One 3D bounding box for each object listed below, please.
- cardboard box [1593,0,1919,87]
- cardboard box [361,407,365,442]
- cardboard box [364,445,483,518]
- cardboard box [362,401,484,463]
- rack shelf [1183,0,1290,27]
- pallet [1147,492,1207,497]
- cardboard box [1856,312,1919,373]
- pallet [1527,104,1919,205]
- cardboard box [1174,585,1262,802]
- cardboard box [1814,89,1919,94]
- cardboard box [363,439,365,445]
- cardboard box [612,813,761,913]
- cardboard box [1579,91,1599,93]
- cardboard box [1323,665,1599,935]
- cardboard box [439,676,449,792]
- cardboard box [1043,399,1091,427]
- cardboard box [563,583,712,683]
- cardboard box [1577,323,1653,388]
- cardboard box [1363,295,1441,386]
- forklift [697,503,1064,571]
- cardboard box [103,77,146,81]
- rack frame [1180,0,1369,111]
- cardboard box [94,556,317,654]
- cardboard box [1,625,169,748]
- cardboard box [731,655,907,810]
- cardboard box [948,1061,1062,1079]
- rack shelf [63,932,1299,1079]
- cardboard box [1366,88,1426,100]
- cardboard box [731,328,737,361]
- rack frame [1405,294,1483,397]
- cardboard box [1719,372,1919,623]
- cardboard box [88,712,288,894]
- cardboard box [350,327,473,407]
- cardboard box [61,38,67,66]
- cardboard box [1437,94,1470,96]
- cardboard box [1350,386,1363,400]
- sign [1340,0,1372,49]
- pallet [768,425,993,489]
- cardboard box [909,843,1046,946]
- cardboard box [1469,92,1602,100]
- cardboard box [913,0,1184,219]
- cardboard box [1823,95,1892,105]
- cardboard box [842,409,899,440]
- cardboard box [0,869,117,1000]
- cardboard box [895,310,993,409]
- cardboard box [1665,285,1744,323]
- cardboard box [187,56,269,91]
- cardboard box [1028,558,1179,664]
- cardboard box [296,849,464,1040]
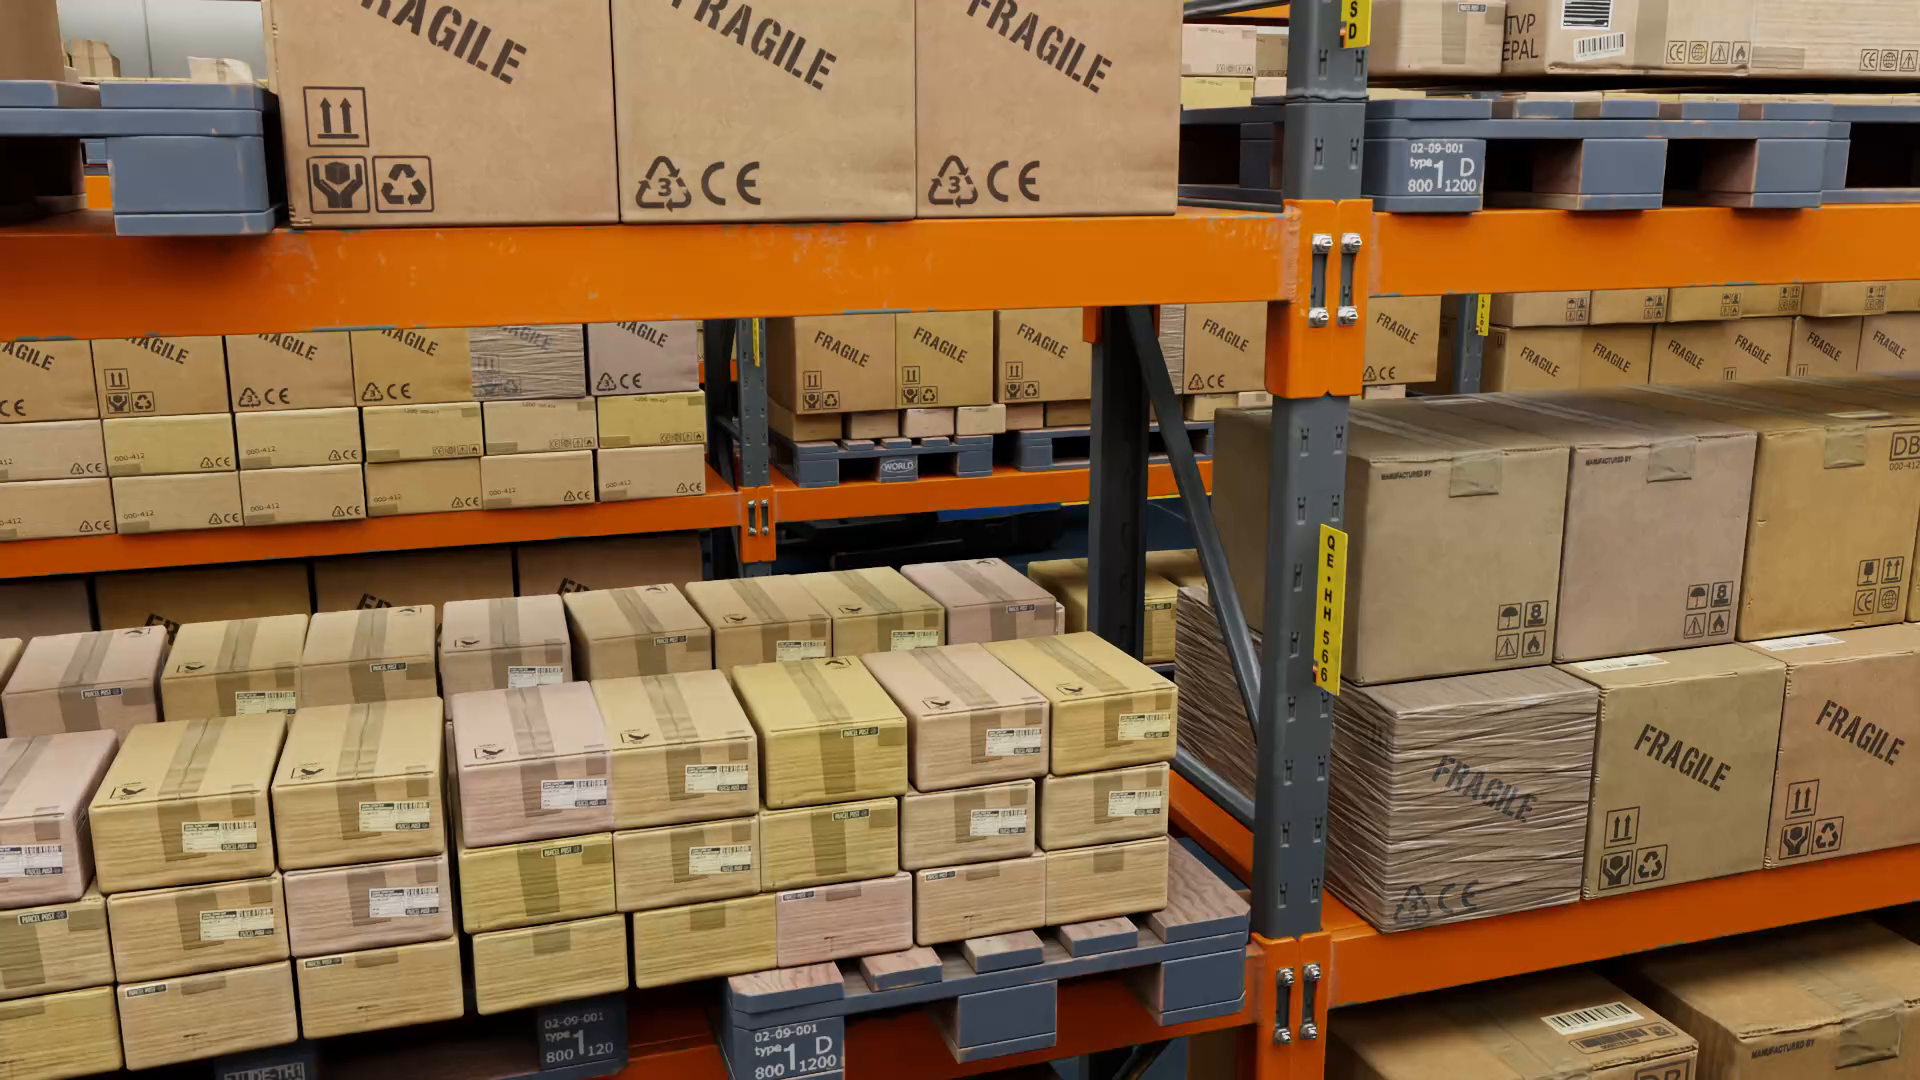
[{"bbox_3d":[1.771,-1.138,3.665,0.500,0.250,0.500,-4,14,-17],"label":"cardboard box"},{"bbox_3d":[-2.660,-0.650,8.138,0.500,0.250,0.500,-5,14,-18],"label":"cardboard box"},{"bbox_3d":[-2.493,-0.293,7.717,0.500,0.250,0.500,-5,14,-19],"label":"cardboard box"},{"bbox_3d":[-2.476,-0.533,7.645,0.500,0.250,0.500,-5,14,-20],"label":"cardboard box"},{"bbox_3d":[2.965,-4.440,14.283,4.000,0.370,1.077,-4,14,-18],"label":"rack shelf"},{"bbox_3d":[1.837,-0.612,14.758,1.213,0.211,1.003,-4,14,-18],"label":"pallet"},{"bbox_3d":[5.545,-1.182,10.273,0.500,0.500,0.500,-4,14,-18],"label":"cardboard box"},{"bbox_3d":[2.192,-0.967,4.151,1.213,0.211,1.003,-4,14,-15],"label":"pallet"},{"bbox_3d":[0.881,0.402,4.253,0.500,0.500,0.500,-4,14,-18],"label":"cardboard box"},{"bbox_3d":[2.490,-1.307,4.342,0.258,0.266,0.396,-4,14,-18],"label":"cardboard box"},{"bbox_3d":[-2.659,-0.402,8.175,0.500,0.250,0.500,-4,14,-16],"label":"cardboard box"},{"bbox_3d":[-0.521,0.511,3.005,0.250,0.149,0.380,-4,14,-18],"label":"cardboard box"},{"bbox_3d":[3.296,-2.533,9.146,0.250,0.149,0.380,-4,14,-16],"label":"cardboard box"},{"bbox_3d":[1.052,0.520,3.756,0.500,0.500,0.500,-4,14,-17],"label":"cardboard box"},{"bbox_3d":[-1.202,0.403,3.458,0.250,0.149,0.380,-5,14,-19],"label":"cardboard box"},{"bbox_3d":[0.512,-0.704,8.756,0.250,0.149,0.380,-4,14,-16],"label":"cardboard box"},{"bbox_3d":[-0.699,0.220,3.585,0.250,0.149,0.380,-5,14,-20],"label":"cardboard box"},{"bbox_3d":[3.631,-1.037,9.662,0.500,0.500,0.500,-5,14,-18],"label":"cardboard box"},{"bbox_3d":[2.292,-1.144,9.202,0.500,0.500,0.500,-5,14,-19],"label":"cardboard box"},{"bbox_3d":[-0.786,-1.318,11.849,3.031,2.935,1.130,-6,15,-25],"label":"forklift"},{"bbox_3d":[-5.605,-3.034,11.209,0.250,0.149,0.380,-5,14,-19],"label":"cardboard box"},{"bbox_3d":[0.540,-2.376,3.183,0.127,3.000,1.000,-4,14,-18],"label":"rack frame"},{"bbox_3d":[-3.510,0.458,7.920,0.875,0.875,0.875,-4,14,-16],"label":"cardboard box"},{"bbox_3d":[-1.697,0.298,3.256,0.250,0.149,0.380,-5,14,-21],"label":"cardboard box"},{"bbox_3d":[-0.265,0.346,3.057,0.250,0.149,0.380,-4,14,-16],"label":"cardboard box"},{"bbox_3d":[-0.025,1.298,3.578,0.500,0.250,0.500,-5,14,-19],"label":"cardboard box"},{"bbox_3d":[-1.356,1.041,3.340,4.000,0.370,1.077,-4,14,-18],"label":"rack shelf"},{"bbox_3d":[2.149,-2.346,8.958,0.500,0.250,0.500,-5,14,-19],"label":"cardboard box"},{"bbox_3d":[-1.744,-1.566,13.067,0.500,0.250,0.500,-5,14,-19],"label":"cardboard box"},{"bbox_3d":[2.657,-0.830,9.652,0.127,3.000,1.000,-4,14,-18],"label":"rack frame"},{"bbox_3d":[2.417,-0.137,4.359,0.500,0.500,0.700,-5,14,-19],"label":"cardboard box"},{"bbox_3d":[-1.252,0.422,2.735,0.250,0.149,0.380,-4,14,-16],"label":"cardboard box"},{"bbox_3d":[-2.498,-0.900,7.567,0.500,0.500,0.500,-4,14,-18],"label":"cardboard box"},{"bbox_3d":[-6.116,-3.210,11.056,0.258,0.266,0.396,-5,14,-19],"label":"cardboard box"},{"bbox_3d":[2.887,-2.627,9.541,0.250,0.149,0.380,-4,14,-17],"label":"cardboard box"},{"bbox_3d":[2.001,-0.798,9.152,0.250,0.149,0.380,-5,14,-20],"label":"cardboard box"},{"bbox_3d":[0.711,-1.049,2.970,0.005,0.325,0.100,-4,14,-18],"label":"sign"},{"bbox_3d":[-0.493,-0.518,8.752,1.003,0.211,1.213,-4,14,-18],"label":"pallet"},{"bbox_3d":[-0.017,0.616,3.206,0.250,0.149,0.380,-4,14,-18],"label":"cardboard box"},{"bbox_3d":[3.161,-2.334,9.171,0.500,0.250,0.500,-5,14,-19],"label":"cardboard box"},{"bbox_3d":[0.080,-0.867,3.107,0.500,0.500,0.500,-4,14,-18],"label":"cardboard box"},{"bbox_3d":[5.081,-2.484,9.801,0.500,0.250,0.500,-4,14,-16],"label":"cardboard box"},{"bbox_3d":[-0.489,-0.614,8.377,0.250,0.149,0.380,-5,14,-22],"label":"cardboard box"},{"bbox_3d":[-1.489,0.585,2.692,0.250,0.149,0.380,-5,14,-19],"label":"cardboard box"},{"bbox_3d":[-0.143,-0.955,8.410,0.500,0.500,0.500,-4,14,-15],"label":"cardboard box"},{"bbox_3d":[4.118,-1.559,9.696,0.500,0.500,0.700,-5,14,-19],"label":"cardboard box"},{"bbox_3d":[-3.082,-1.896,7.033,0.258,0.266,0.396,-3,14,-13],"label":"cardboard box"},{"bbox_3d":[0.821,0.389,9.298,0.625,0.372,0.950,-4,14,-16],"label":"cardboard box"},{"bbox_3d":[-0.998,0.692,2.888,0.250,0.149,0.380,-4,14,-16],"label":"cardboard box"}]
